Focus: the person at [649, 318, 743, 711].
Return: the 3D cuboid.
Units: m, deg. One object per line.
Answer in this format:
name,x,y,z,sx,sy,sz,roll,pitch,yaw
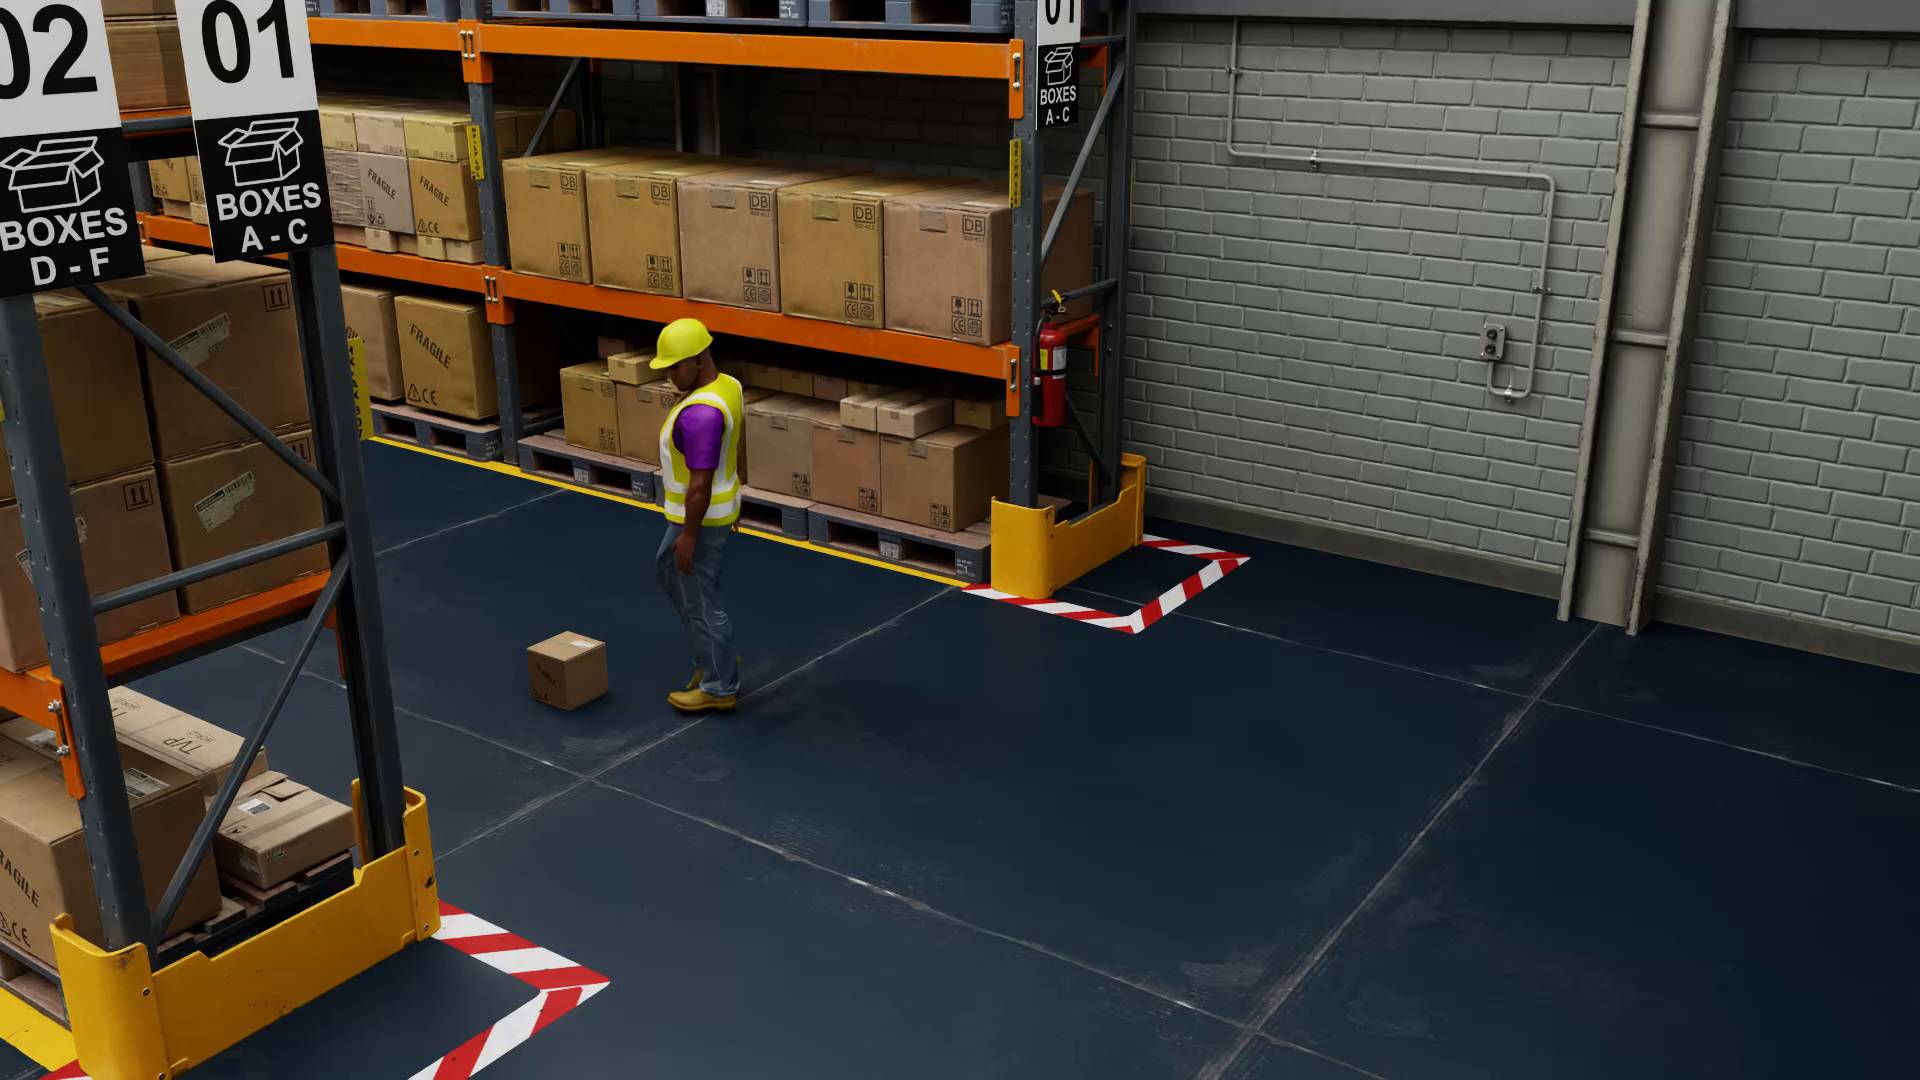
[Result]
person,-1.160,-0.076,7.258,0.438,1.820,0.610,1,20,2
